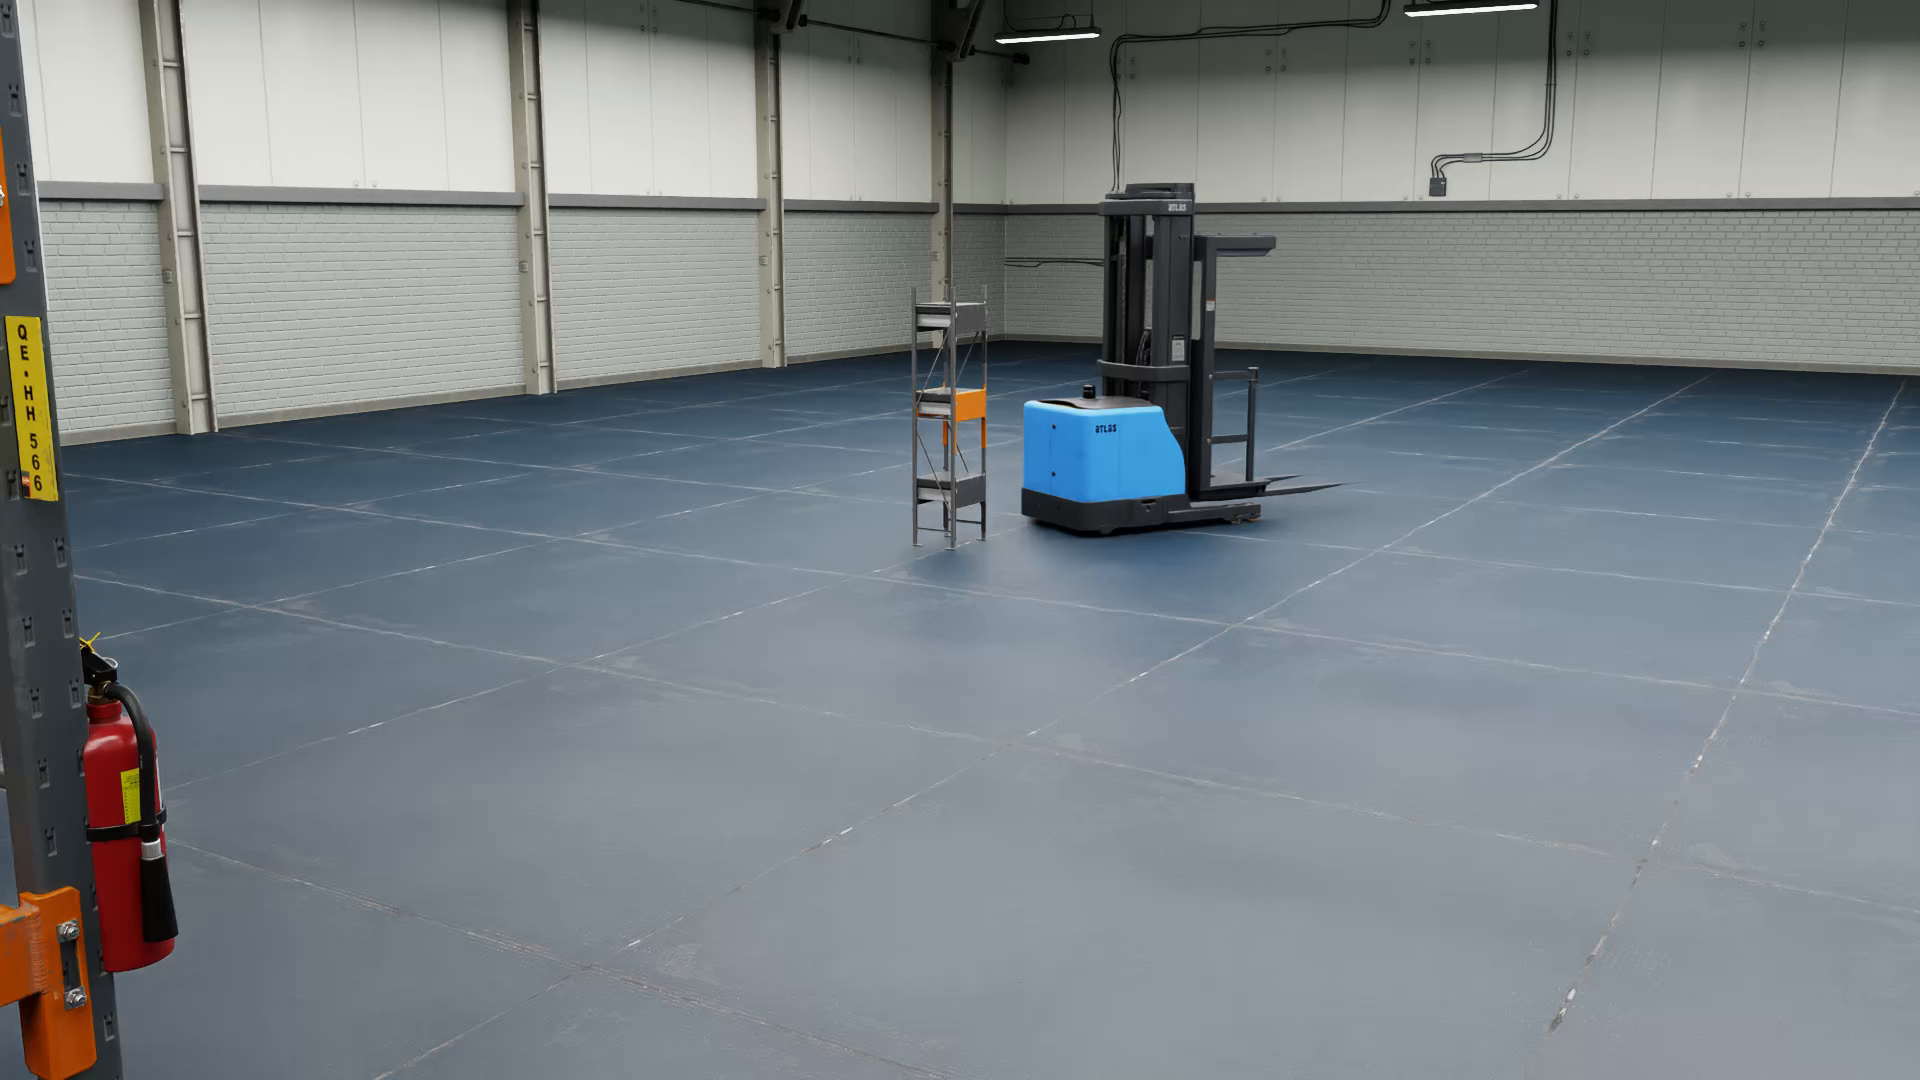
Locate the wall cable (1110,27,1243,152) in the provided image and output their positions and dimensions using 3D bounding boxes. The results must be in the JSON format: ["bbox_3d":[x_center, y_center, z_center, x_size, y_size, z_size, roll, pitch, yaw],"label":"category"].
[{"bbox_3d":[4.587,-9.663,35.744,3.097,2.526,0.112,6,12,31],"label":"wall cable"}]

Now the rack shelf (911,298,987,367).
[{"bbox_3d":[-0.086,-1.681,13.410,0.431,0.518,0.480,6,12,31],"label":"rack shelf"}]

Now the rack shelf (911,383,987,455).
[{"bbox_3d":[-0.086,-0.993,13.539,0.431,0.518,0.480,6,12,31],"label":"rack shelf"}]

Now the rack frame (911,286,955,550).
[{"bbox_3d":[-0.213,-0.968,13.331,0.400,2.100,0.015,6,12,31],"label":"rack frame"}]

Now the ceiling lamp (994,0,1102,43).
[{"bbox_3d":[1.669,-10.436,29.296,2.000,3.185,0.800,6,12,31],"label":"ceiling lamp"}]

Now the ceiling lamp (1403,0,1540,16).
[{"bbox_3d":[7.985,-9.730,25.525,2.000,3.185,0.800,6,12,31],"label":"ceiling lamp"}]

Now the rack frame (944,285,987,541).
[{"bbox_3d":[0.041,-1.044,13.741,0.400,2.100,0.015,6,12,31],"label":"rack frame"}]

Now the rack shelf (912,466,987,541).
[{"bbox_3d":[-0.086,-0.305,13.668,0.431,0.518,0.480,6,12,31],"label":"rack shelf"}]

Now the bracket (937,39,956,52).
[{"bbox_3d":[-0.296,-10.299,34.642,0.235,0.232,0.430,6,12,31],"label":"bracket"}]

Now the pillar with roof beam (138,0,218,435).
[{"bbox_3d":[-6.050,-5.386,18.185,9.100,9.000,0.400,6,12,31],"label":"pillar with roof beam"}]

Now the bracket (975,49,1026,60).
[{"bbox_3d":[1.058,-10.709,36.834,0.076,0.066,3.189,6,12,31],"label":"bracket"}]

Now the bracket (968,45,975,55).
[{"bbox_3d":[0.135,-10.429,35.340,0.235,0.232,0.430,6,12,31],"label":"bracket"}]

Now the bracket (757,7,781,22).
[{"bbox_3d":[-3.411,-9.355,29.602,0.235,0.232,0.430,6,12,31],"label":"bracket"}]

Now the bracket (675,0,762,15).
[{"bbox_3d":[-4.749,-8.950,27.438,0.076,0.066,4.783,6,12,31],"label":"bracket"}]

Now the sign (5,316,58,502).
[{"bbox_3d":[-1.650,-0.233,2.956,0.100,0.325,0.005,6,12,31],"label":"sign"}]

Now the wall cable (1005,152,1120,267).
[{"bbox_3d":[2.275,-7.439,37.589,3.097,2.526,0.112,6,12,31],"label":"wall cable"}]

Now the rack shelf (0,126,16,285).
[{"bbox_3d":[-3.152,-0.371,1.501,1.077,0.370,4.000,6,12,31],"label":"rack shelf"}]

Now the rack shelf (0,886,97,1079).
[{"bbox_3d":[-3.152,1.104,1.777,1.077,0.370,4.000,6,12,31],"label":"rack shelf"}]

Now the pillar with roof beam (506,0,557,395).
[{"bbox_3d":[-2.935,-6.330,23.226,9.100,9.000,0.400,6,12,31],"label":"pillar with roof beam"}]

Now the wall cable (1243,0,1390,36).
[{"bbox_3d":[7.232,-11.603,33.746,3.097,2.526,0.112,6,12,31],"label":"wall cable"}]

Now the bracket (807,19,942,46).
[{"bbox_3d":[-1.634,-9.893,32.478,0.076,0.066,4.783,6,12,31],"label":"bracket"}]

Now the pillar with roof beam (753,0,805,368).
[{"bbox_3d":[0.180,-7.274,28.266,9.100,9.000,0.548,6,12,31],"label":"pillar with roof beam"}]

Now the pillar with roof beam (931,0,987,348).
[{"bbox_3d":[3.295,-8.217,33.307,9.100,9.000,0.548,6,12,31],"label":"pillar with roof beam"}]

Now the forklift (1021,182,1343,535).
[{"bbox_3d":[2.081,-1.660,14.768,3.031,2.935,1.130,-6,12,-29],"label":"forklift"}]

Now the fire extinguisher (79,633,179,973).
[{"bbox_3d":[-1.661,0.499,3.259,0.296,0.674,0.183,6,12,31],"label":"fire extinguisher"}]

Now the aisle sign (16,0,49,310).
[{"bbox_3d":[-1.825,-0.823,3.051,0.394,0.787,0.004,6,12,31],"label":"aisle sign"}]

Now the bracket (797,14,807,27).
[{"bbox_3d":[-2.981,-9.485,30.299,0.235,0.232,0.430,6,12,31],"label":"bracket"}]

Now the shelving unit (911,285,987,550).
[{"bbox_3d":[-0.086,-1.006,13.536,0.431,2.100,0.503,6,12,31],"label":"shelving unit"}]

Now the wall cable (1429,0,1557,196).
[{"bbox_3d":[10.381,-9.728,32.133,2.305,6.003,0.169,6,12,31],"label":"wall cable"}]

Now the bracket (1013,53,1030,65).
[{"bbox_3d":[1.365,-10.802,37.331,0.235,0.232,0.430,6,12,31],"label":"bracket"}]
